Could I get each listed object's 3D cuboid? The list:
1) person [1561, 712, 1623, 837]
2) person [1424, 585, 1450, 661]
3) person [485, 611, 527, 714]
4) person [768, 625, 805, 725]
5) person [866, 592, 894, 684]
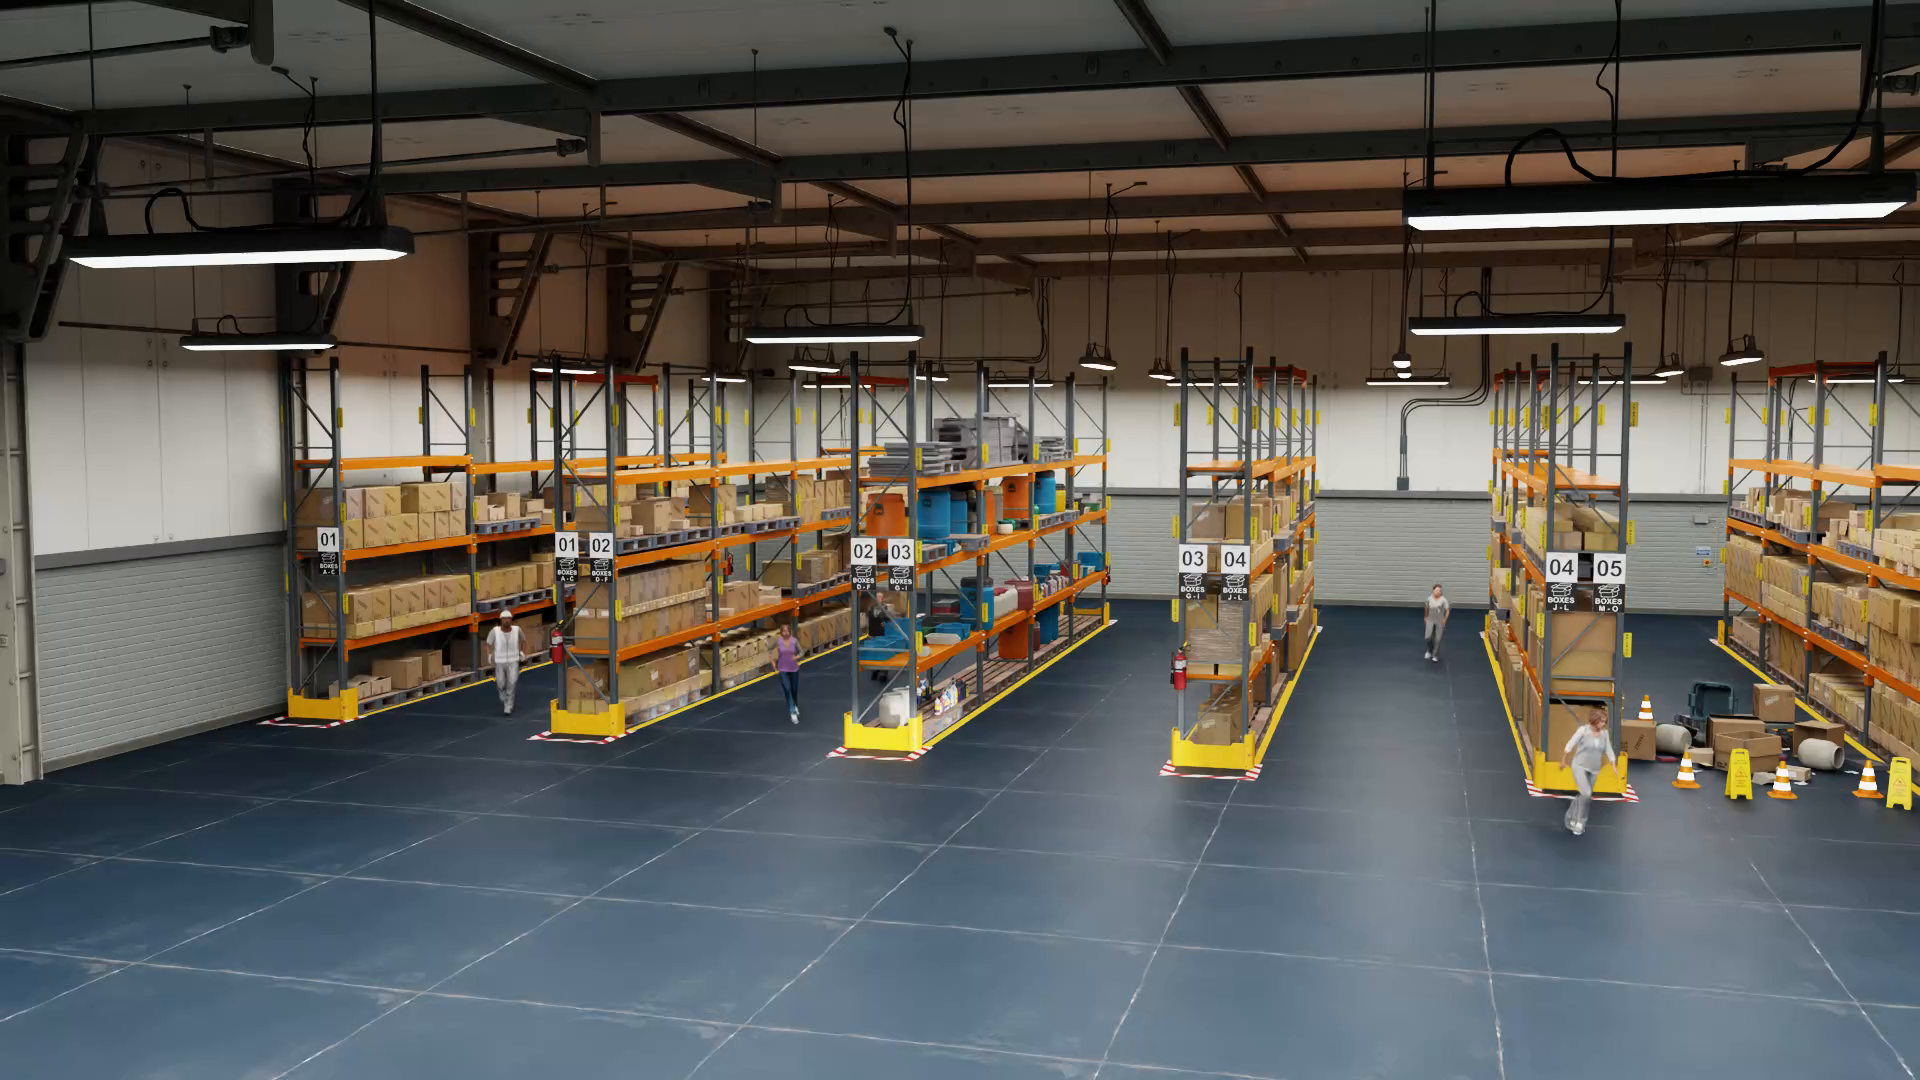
[{"bbox_3d":[7.541,2.778,19.844,0.515,1.498,0.816,-1,4,-13],"label":"person"},{"bbox_3d":[9.696,1.707,33.862,0.563,1.600,0.829,2,5,22],"label":"person"},{"bbox_3d":[-7.705,2.071,28.258,0.691,1.733,0.590,-1,4,-17],"label":"person"},{"bbox_3d":[-2.860,2.189,27.427,0.598,1.603,0.808,-1,4,-11],"label":"person"},{"bbox_3d":[-1.546,1.846,31.423,0.666,1.733,0.728,1,4,18],"label":"person"}]
